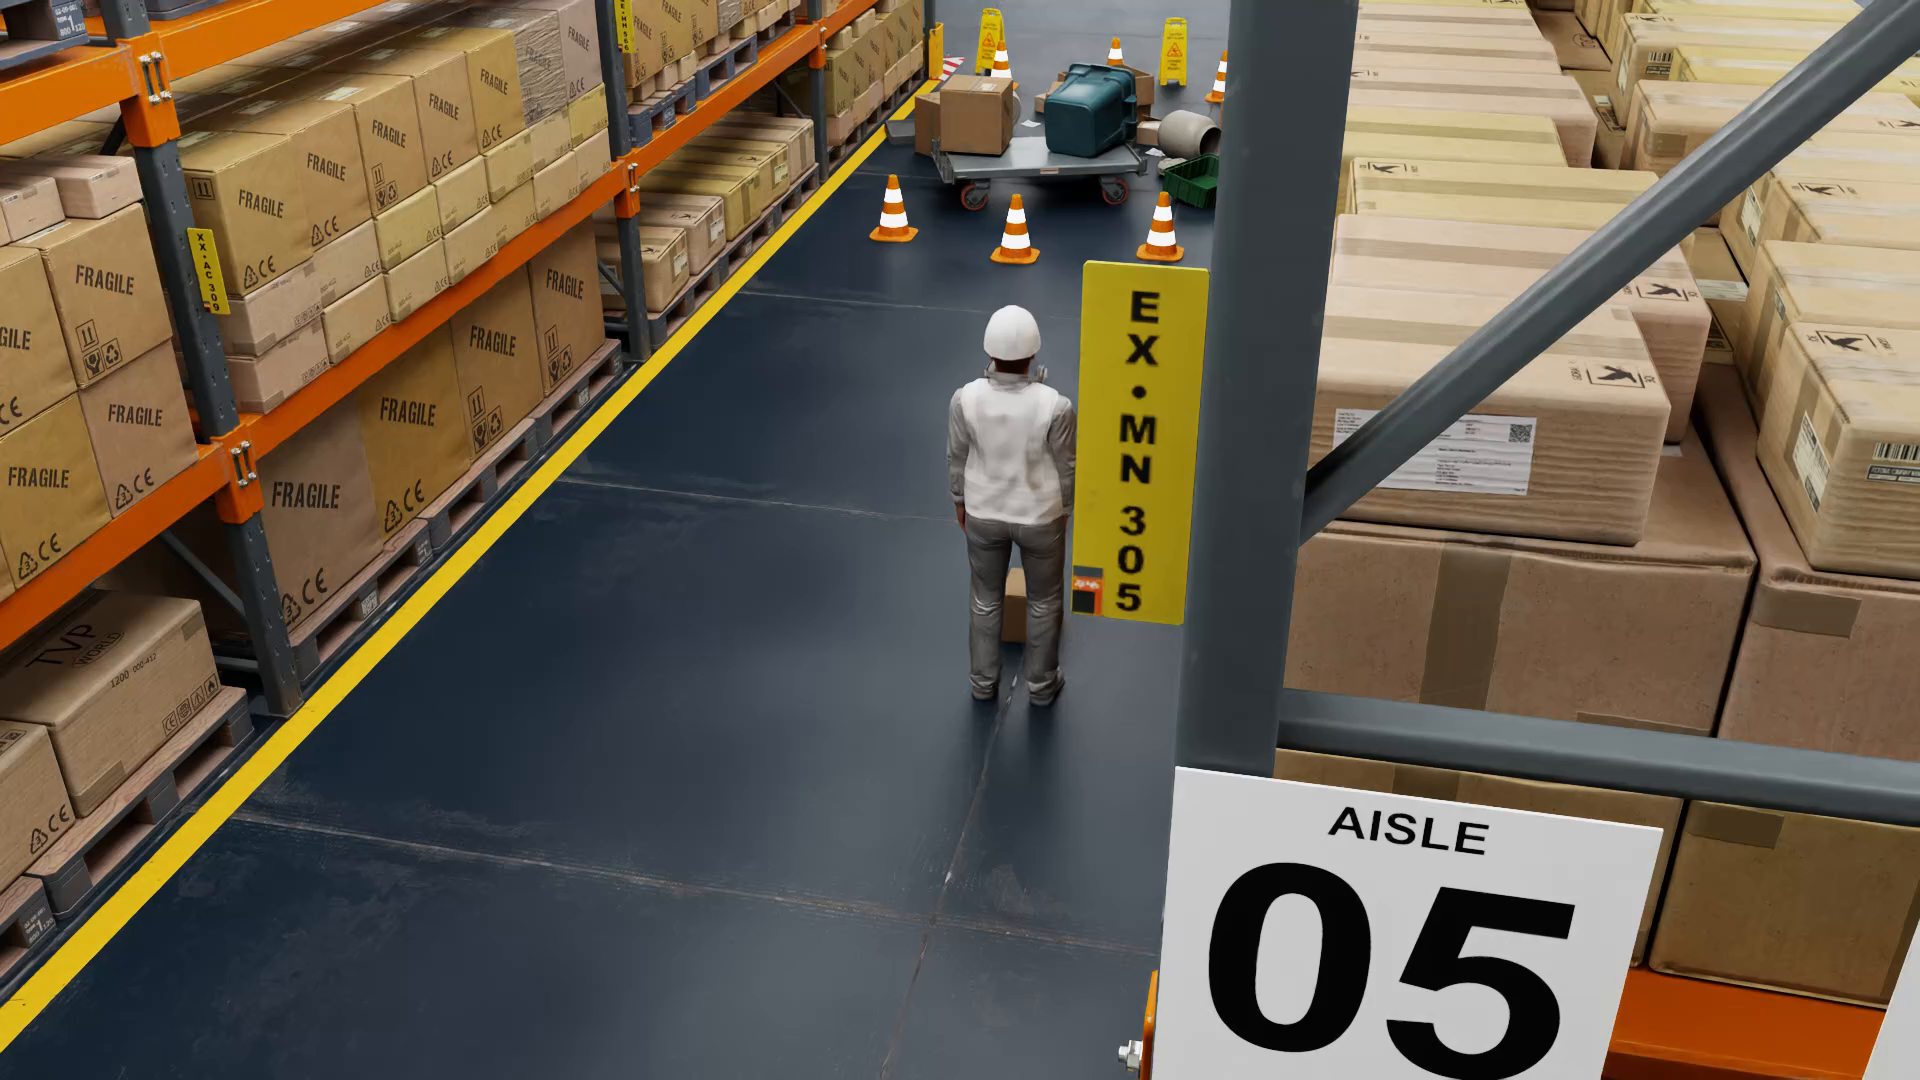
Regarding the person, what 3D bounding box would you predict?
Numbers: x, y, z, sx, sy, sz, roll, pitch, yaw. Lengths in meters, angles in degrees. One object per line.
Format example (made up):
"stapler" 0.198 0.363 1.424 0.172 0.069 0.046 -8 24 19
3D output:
"person" 0.213 -0.131 6.841 0.534 1.769 0.359 7 29 12
